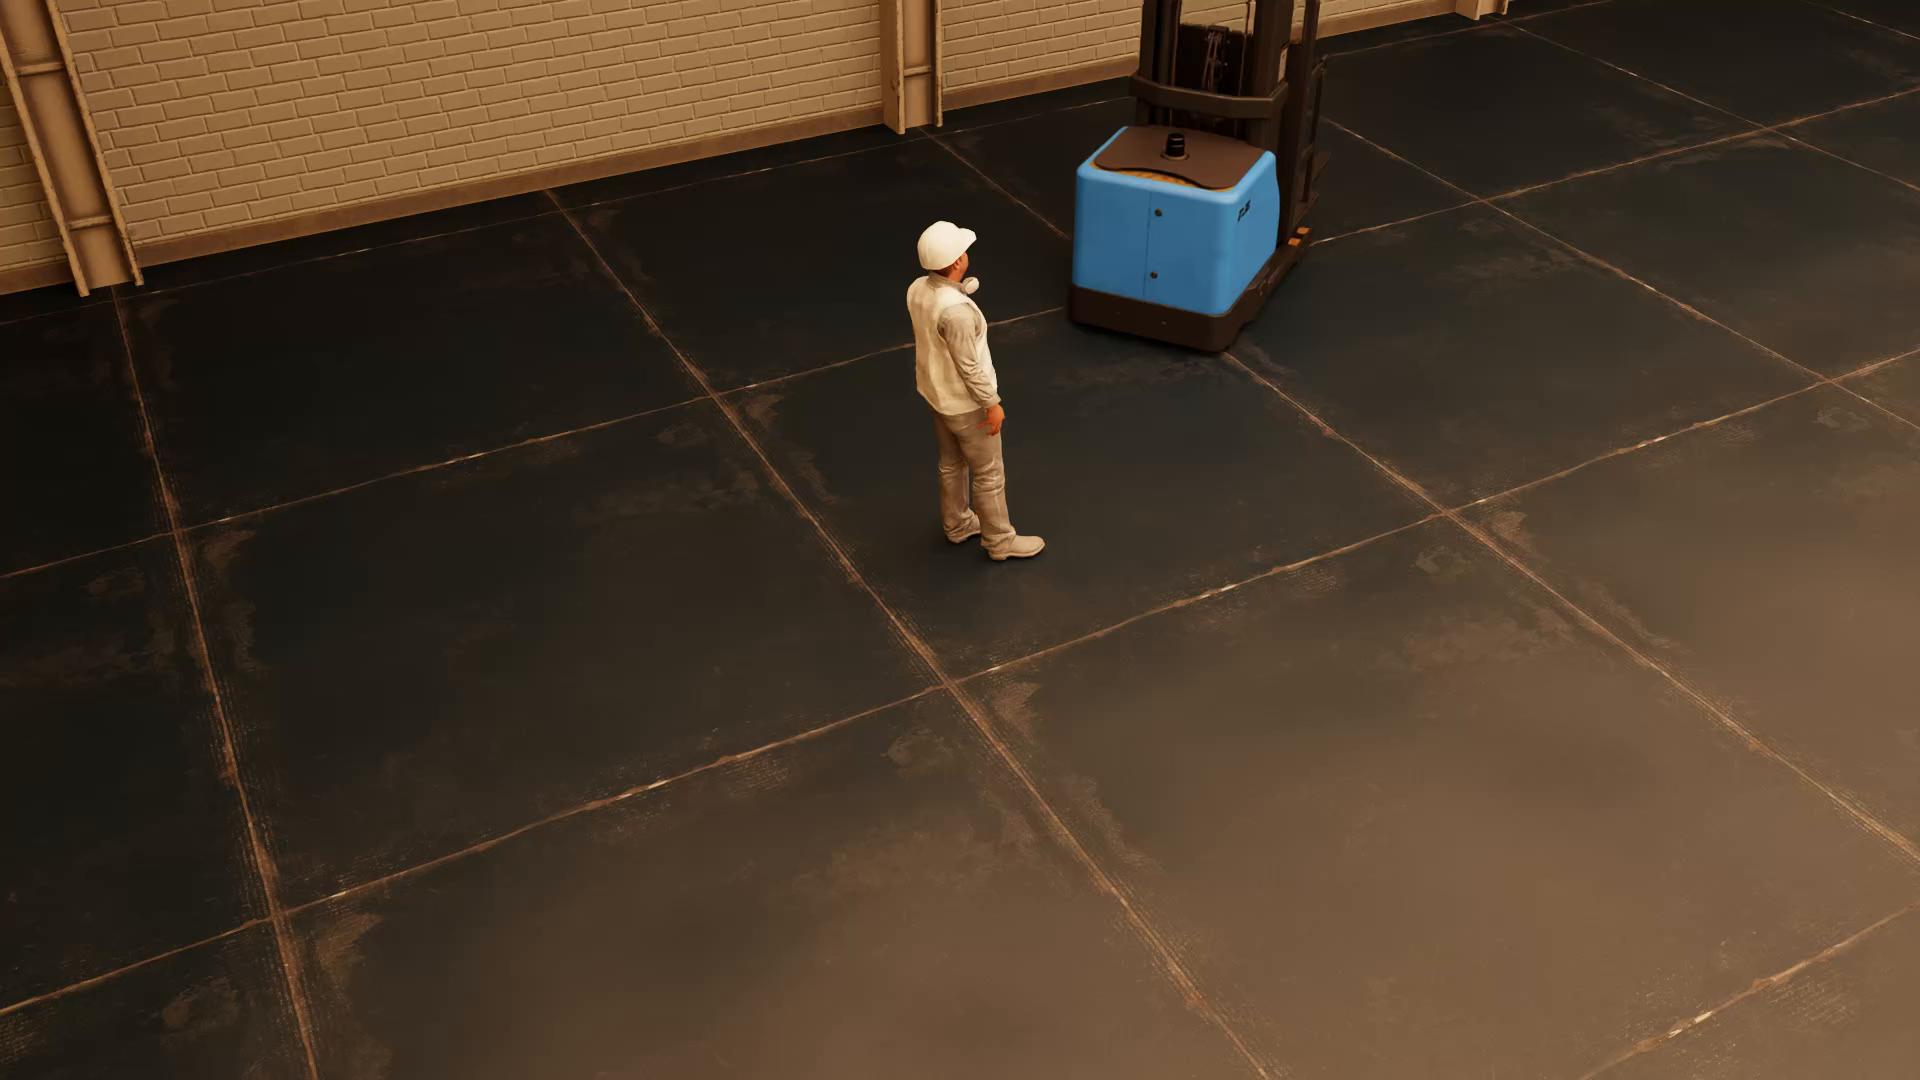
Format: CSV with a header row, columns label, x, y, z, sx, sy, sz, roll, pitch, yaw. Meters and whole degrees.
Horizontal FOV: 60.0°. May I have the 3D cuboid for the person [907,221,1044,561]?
label,x,y,z,sx,sy,sz,roll,pitch,yaw
person,0.059,-0.743,8.165,0.566,1.775,0.633,-17,39,-23

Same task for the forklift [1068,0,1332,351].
label,x,y,z,sx,sy,sz,roll,pitch,yaw
forklift,1.788,-3.190,10.636,1.130,2.935,3.031,16,38,21
